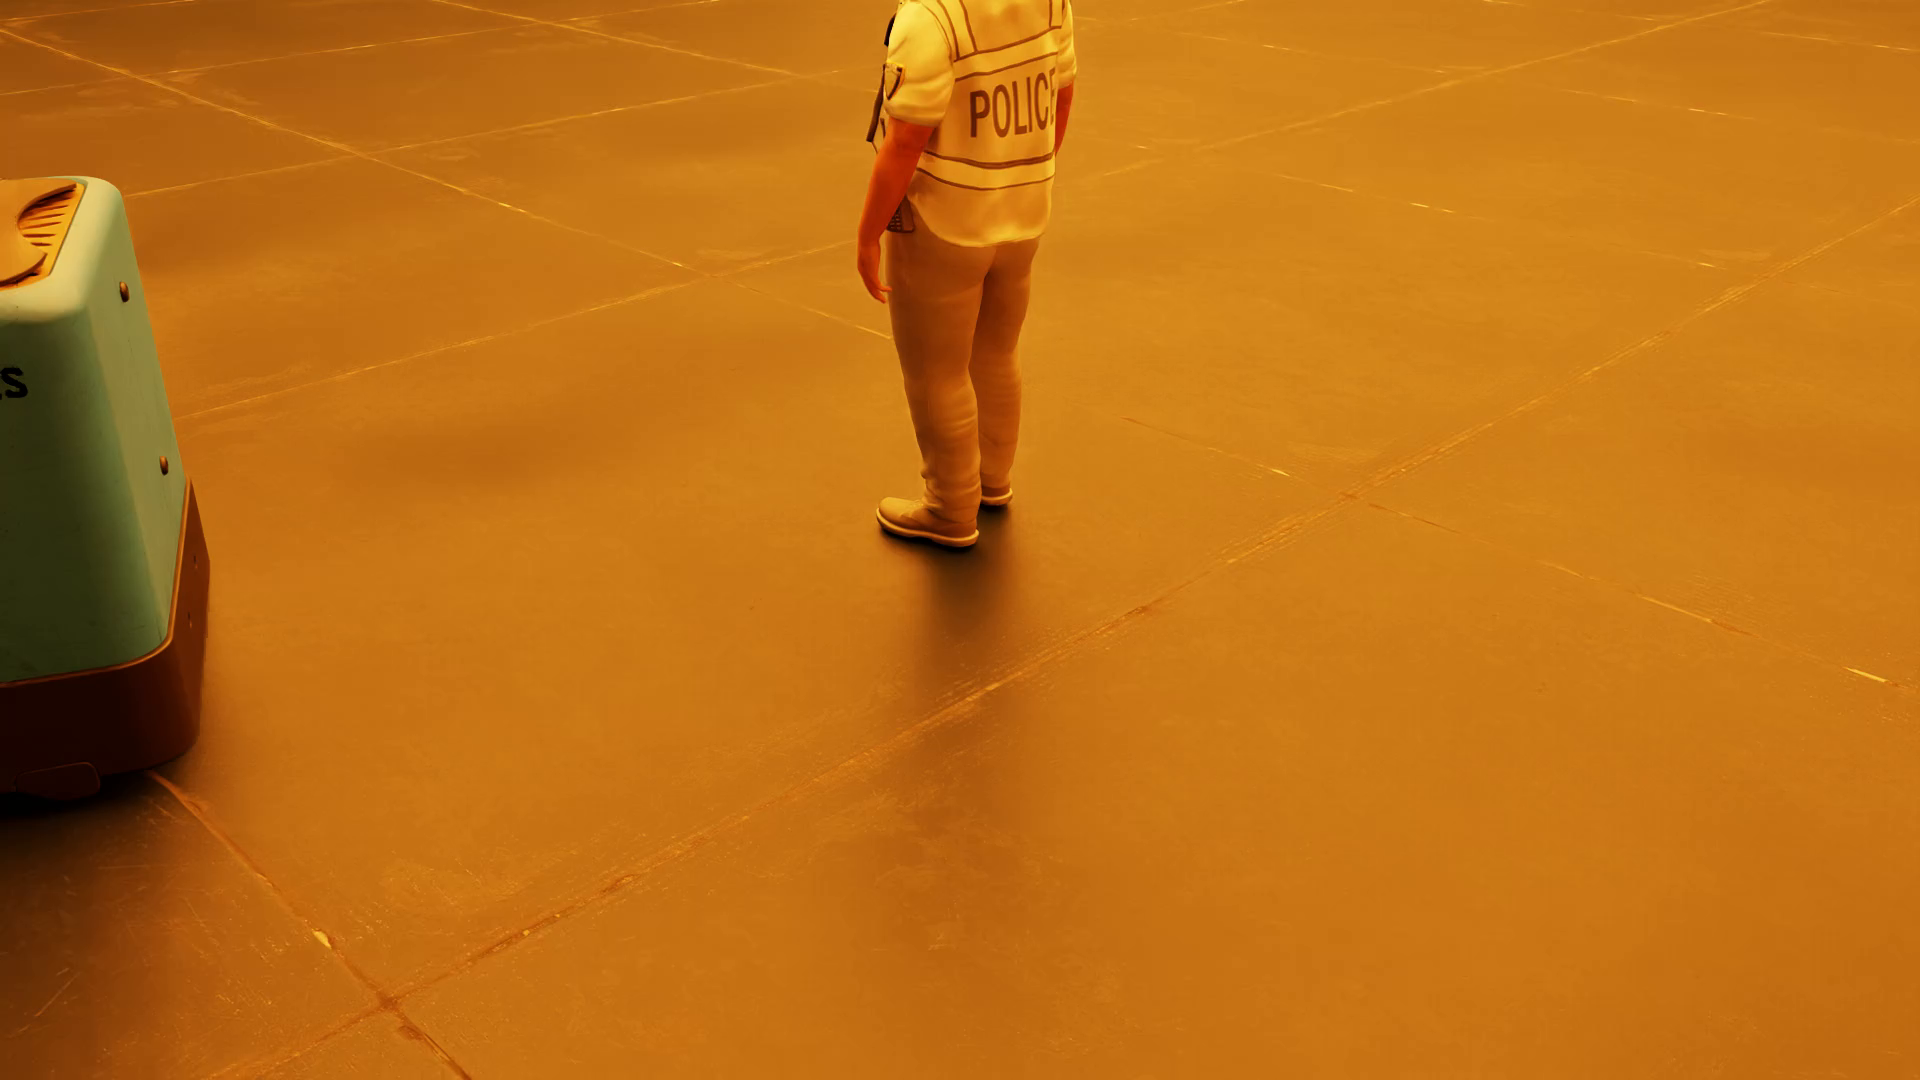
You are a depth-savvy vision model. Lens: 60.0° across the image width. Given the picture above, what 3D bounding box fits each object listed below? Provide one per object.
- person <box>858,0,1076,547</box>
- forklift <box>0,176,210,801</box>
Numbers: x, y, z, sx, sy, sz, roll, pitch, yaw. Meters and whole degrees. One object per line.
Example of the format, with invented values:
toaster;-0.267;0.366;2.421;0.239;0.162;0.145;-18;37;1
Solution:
person;-0.047;-0.832;4.205;0.641;1.773;0.574;-24;35;-39
forklift;-3.191;-0.782;2.808;3.031;2.935;1.130;-9;28;-18
